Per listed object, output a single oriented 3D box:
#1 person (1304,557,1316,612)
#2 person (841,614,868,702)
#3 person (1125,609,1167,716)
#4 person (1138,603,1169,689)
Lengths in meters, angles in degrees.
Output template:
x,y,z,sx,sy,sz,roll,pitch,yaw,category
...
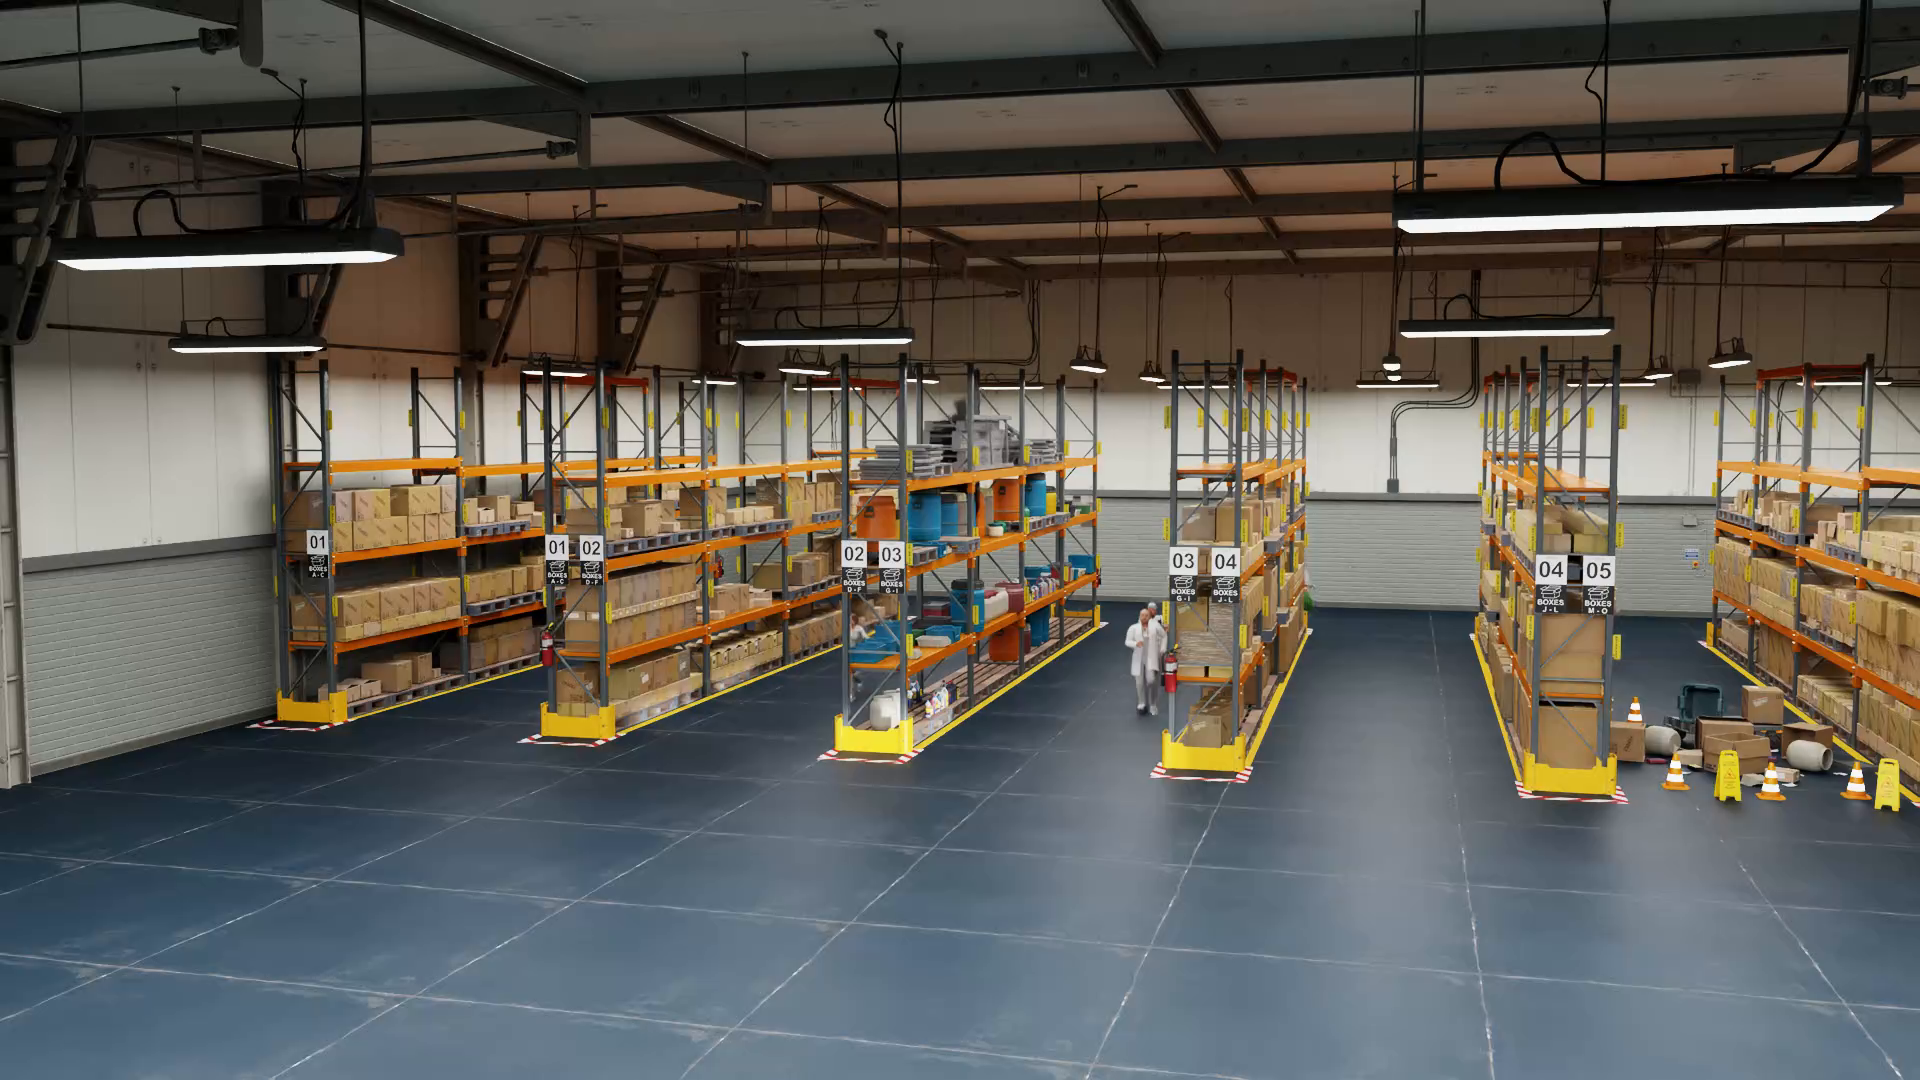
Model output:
x,y,z,sx,sy,sz,roll,pitch,yaw,category
8.294,1.247,40.179,0.566,1.729,0.717,2,5,30,person
-1.877,2.094,29.775,0.542,1.570,0.549,1,4,18,person
3.161,2.088,28.324,0.689,1.826,0.799,1,4,12,person
3.499,1.965,30.361,0.612,1.653,0.874,1,4,11,person
